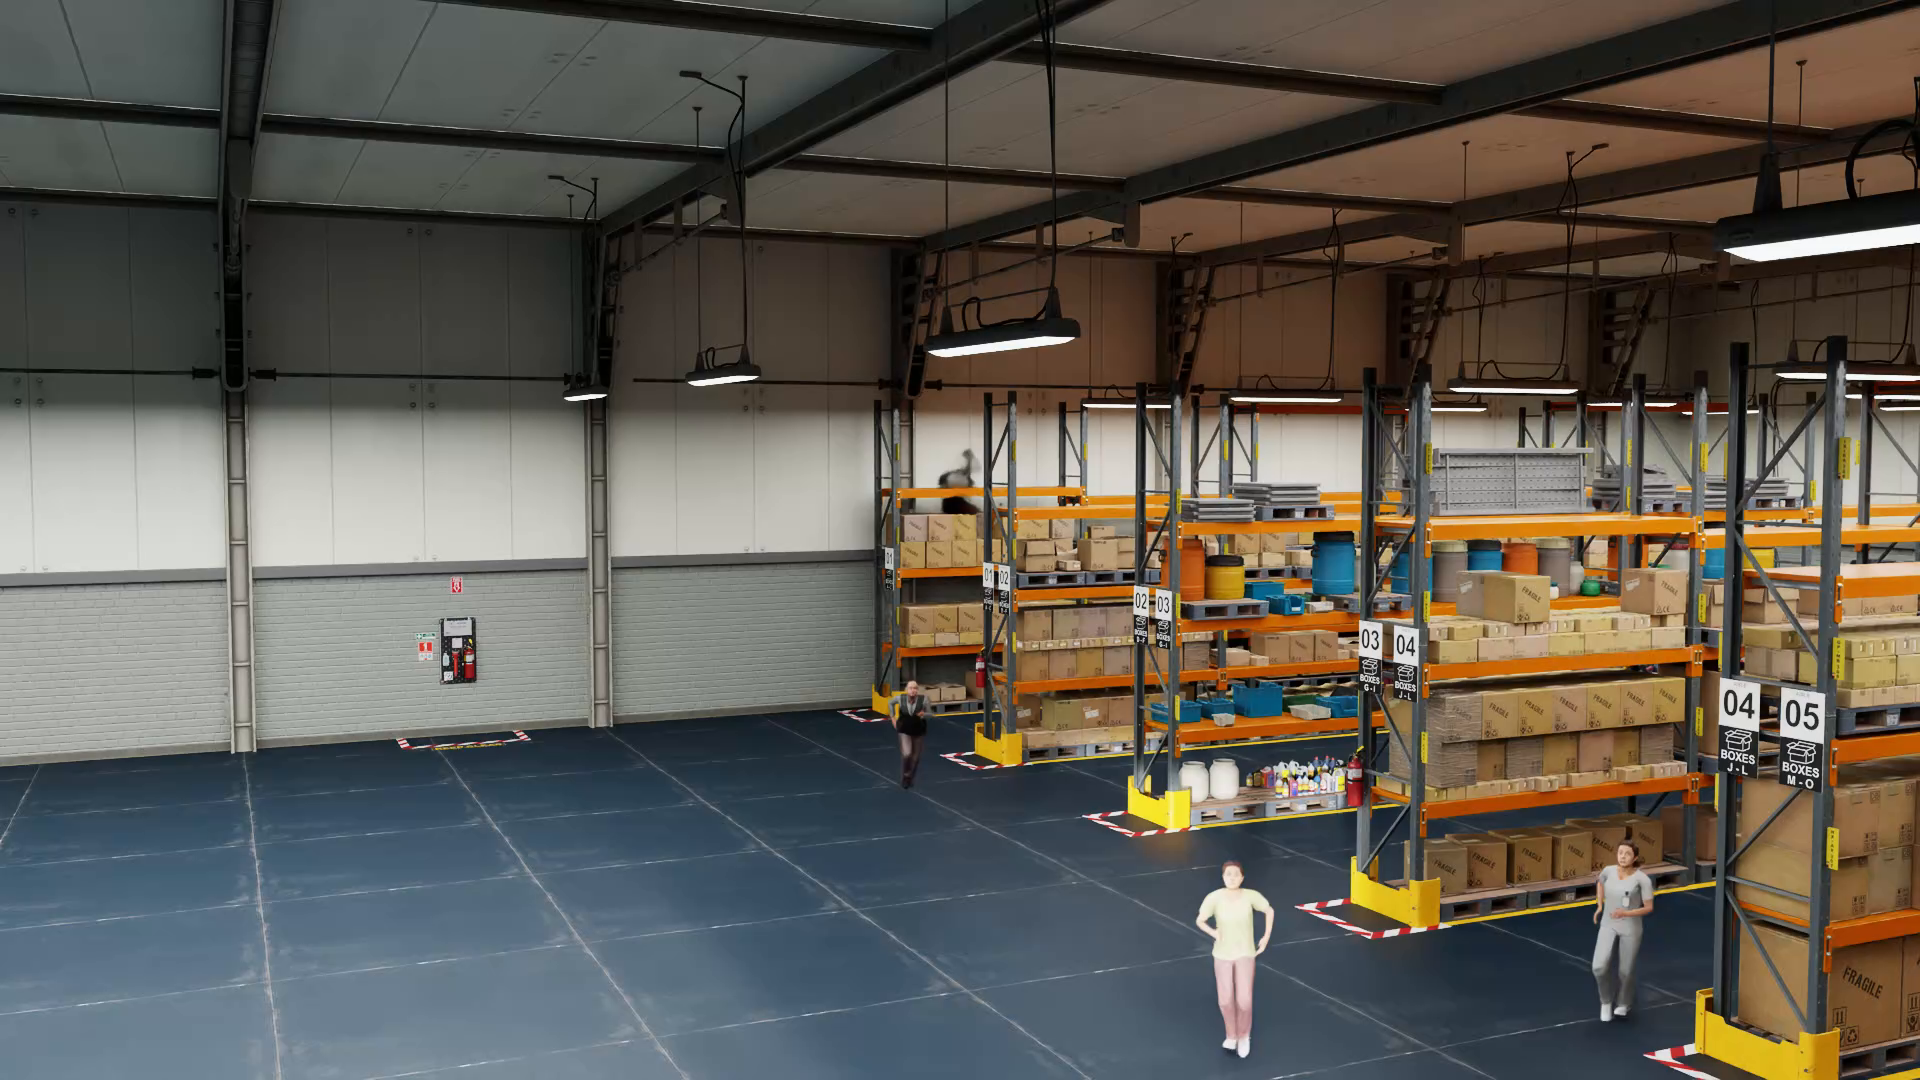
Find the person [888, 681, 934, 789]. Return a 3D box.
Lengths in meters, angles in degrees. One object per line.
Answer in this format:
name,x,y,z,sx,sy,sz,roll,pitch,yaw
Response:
person,-0.726,2.884,24.602,0.644,1.647,0.880,0,3,-9

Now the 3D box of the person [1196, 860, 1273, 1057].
person,2.299,3.511,13.973,0.637,1.654,0.593,1,3,13

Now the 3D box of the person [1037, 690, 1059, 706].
person,1.651,2.516,29.841,0.640,1.741,0.699,-2,4,-35

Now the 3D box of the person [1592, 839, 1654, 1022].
person,5.880,3.475,14.781,0.545,1.654,0.644,3,4,38
